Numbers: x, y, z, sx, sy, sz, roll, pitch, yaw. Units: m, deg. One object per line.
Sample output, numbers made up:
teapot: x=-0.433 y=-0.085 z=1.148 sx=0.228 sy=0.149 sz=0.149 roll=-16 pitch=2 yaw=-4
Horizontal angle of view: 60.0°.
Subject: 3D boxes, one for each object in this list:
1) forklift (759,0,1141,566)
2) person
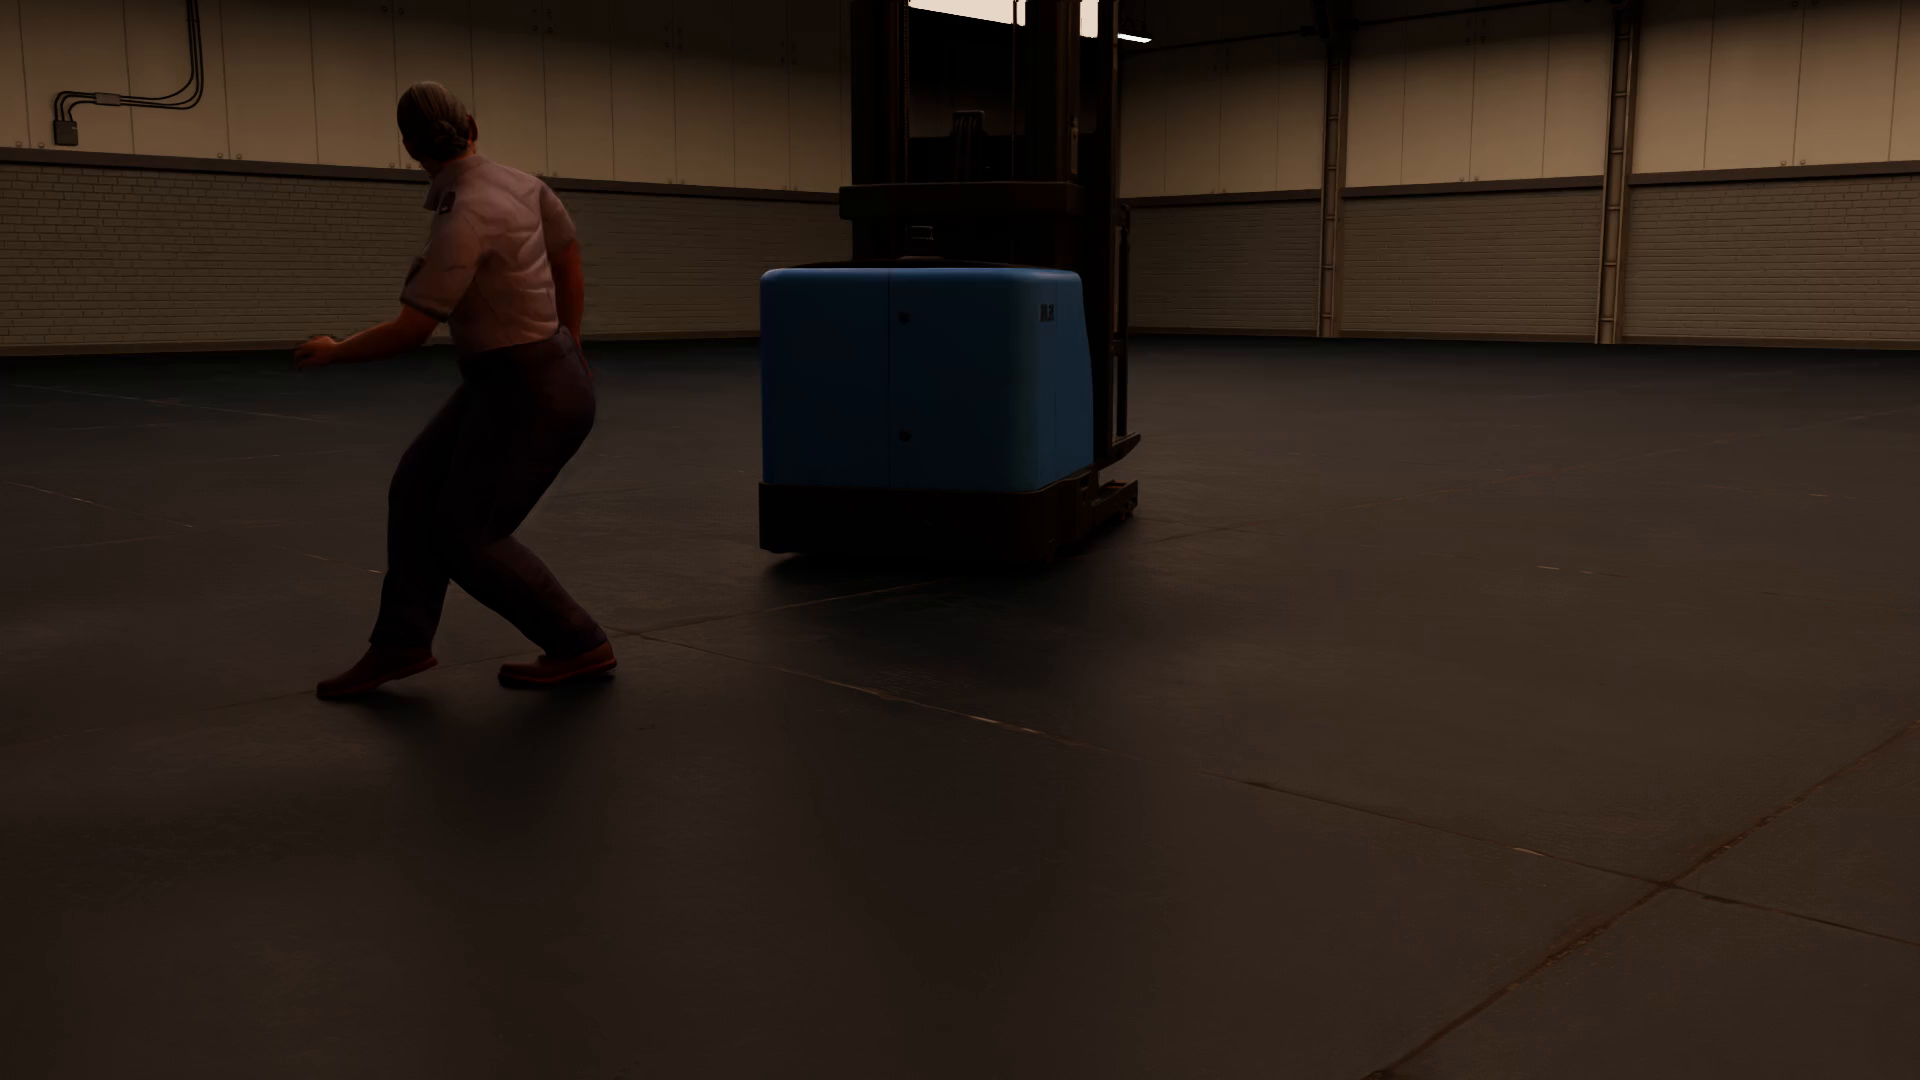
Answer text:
forklift: x=0.169 y=-1.537 z=7.079 sx=1.130 sy=2.935 sz=3.031 roll=2 pitch=9 yaw=16
person: x=-1.284 y=-0.379 z=4.242 sx=0.756 sy=1.504 sz=0.714 roll=-2 pitch=9 yaw=-12
